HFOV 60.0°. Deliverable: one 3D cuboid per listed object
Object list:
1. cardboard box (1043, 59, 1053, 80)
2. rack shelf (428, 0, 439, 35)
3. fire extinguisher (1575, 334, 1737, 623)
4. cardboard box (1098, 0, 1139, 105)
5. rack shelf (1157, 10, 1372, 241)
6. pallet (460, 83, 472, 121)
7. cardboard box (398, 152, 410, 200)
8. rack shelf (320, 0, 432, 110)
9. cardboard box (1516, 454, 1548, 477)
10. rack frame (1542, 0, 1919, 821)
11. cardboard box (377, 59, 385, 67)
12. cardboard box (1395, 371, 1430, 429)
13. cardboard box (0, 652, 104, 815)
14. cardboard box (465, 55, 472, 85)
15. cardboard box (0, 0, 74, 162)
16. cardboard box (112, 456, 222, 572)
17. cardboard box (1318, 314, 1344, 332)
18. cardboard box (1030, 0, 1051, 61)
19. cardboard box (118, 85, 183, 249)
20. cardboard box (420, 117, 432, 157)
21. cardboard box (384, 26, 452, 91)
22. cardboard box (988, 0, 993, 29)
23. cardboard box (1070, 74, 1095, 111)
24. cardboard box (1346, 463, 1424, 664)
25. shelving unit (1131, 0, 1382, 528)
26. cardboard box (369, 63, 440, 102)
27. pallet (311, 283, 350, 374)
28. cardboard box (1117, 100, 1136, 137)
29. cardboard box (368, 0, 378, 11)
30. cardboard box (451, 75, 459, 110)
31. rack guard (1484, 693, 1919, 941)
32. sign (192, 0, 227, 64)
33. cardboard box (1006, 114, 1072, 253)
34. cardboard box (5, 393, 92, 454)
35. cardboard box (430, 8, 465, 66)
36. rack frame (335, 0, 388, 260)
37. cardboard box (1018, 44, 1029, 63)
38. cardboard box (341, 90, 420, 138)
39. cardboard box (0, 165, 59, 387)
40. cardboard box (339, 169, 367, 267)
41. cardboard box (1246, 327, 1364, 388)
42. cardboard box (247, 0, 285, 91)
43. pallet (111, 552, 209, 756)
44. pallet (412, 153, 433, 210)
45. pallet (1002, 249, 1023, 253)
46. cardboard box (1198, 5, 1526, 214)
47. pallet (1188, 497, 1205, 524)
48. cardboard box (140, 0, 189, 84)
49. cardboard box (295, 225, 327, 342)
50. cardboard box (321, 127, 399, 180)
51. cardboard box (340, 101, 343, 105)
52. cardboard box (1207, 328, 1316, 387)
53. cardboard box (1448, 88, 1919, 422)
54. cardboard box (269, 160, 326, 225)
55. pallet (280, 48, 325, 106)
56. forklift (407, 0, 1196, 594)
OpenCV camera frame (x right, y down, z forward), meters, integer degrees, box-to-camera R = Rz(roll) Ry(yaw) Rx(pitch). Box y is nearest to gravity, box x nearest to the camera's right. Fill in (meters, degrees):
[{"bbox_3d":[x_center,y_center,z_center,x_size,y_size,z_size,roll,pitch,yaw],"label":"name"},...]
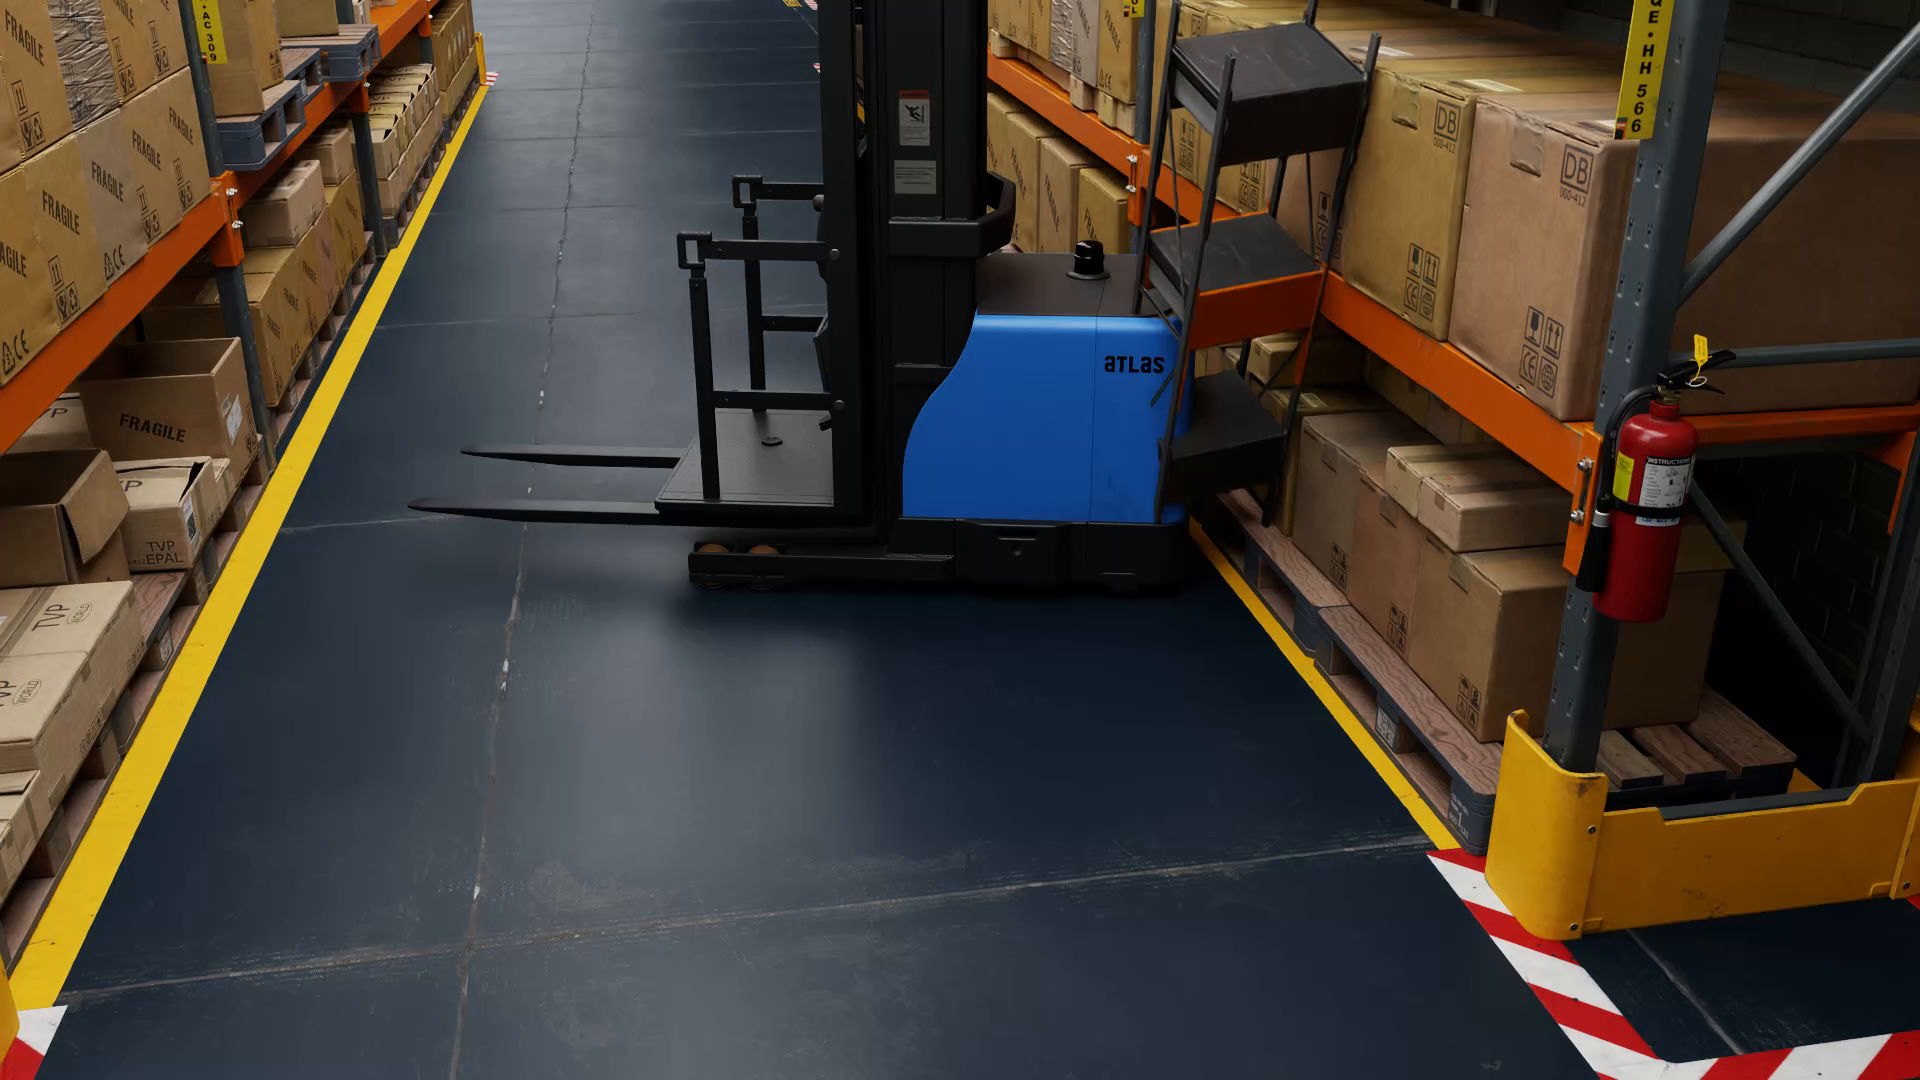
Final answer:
[{"bbox_3d":[0.691,-2.733,9.549,0.380,0.149,0.250,-4,24,-9],"label":"cardboard box"},{"bbox_3d":[-5.413,-5.250,15.923,1.077,0.370,4.000,-4,24,-10],"label":"rack shelf"},{"bbox_3d":[1.618,-0.142,3.889,0.296,0.674,0.183,-4,24,-10],"label":"fire extinguisher"},{"bbox_3d":[0.970,-2.369,7.905,0.500,0.500,0.500,-5,24,-11],"label":"cardboard box"},{"bbox_3d":[0.942,-1.319,5.283,0.480,0.518,0.431,-13,46,-16],"label":"rack shelf"},{"bbox_3d":[-5.378,-4.312,16.360,1.003,0.211,1.213,-4,24,-10],"label":"pallet"},{"bbox_3d":[-4.206,-2.578,11.815,0.500,0.250,0.500,-5,24,-11],"label":"cardboard box"},{"bbox_3d":[-4.674,-3.677,12.320,1.077,0.370,4.000,-4,24,-10],"label":"rack shelf"},{"bbox_3d":[1.941,-0.218,5.290,0.380,0.149,0.250,-4,24,-10],"label":"cardboard box"},{"bbox_3d":[2.043,-0.441,4.013,1.000,3.000,0.127,-4,24,-10],"label":"rack frame"},{"bbox_3d":[-5.425,-4.433,15.127,0.500,0.500,0.500,-4,24,-10],"label":"cardboard box"},{"bbox_3d":[1.799,-0.518,5.976,0.380,0.149,0.250,-4,24,-9],"label":"cardboard box"},{"bbox_3d":[-2.739,0.554,4.621,0.500,0.250,0.500,-4,24,-10],"label":"cardboard box"},{"bbox_3d":[-5.195,-4.718,16.715,0.500,0.250,0.500,-4,24,-10],"label":"cardboard box"},{"bbox_3d":[-2.934,-1.373,4.773,0.500,0.500,0.500,-5,24,-10],"label":"cardboard box"},{"bbox_3d":[-3.041,-0.118,6.082,0.500,0.311,0.500,-4,24,-10],"label":"cardboard box"},{"bbox_3d":[1.658,-0.818,6.664,0.380,0.149,0.250,-5,24,-11],"label":"cardboard box"},{"bbox_3d":[0.684,-2.963,9.266,0.500,0.500,0.500,-4,24,-8],"label":"cardboard box"},{"bbox_3d":[-3.123,-1.312,5.882,0.500,0.500,0.500,-4,24,-8],"label":"cardboard box"},{"bbox_3d":[-4.495,-3.184,13.203,0.500,0.250,0.500,-4,24,-9],"label":"cardboard box"},{"bbox_3d":[-4.821,-4.275,14.764,0.500,0.500,0.500,-4,24,-10],"label":"cardboard box"},{"bbox_3d":[0.402,-3.569,10.654,0.500,0.500,0.500,-4,24,-8],"label":"cardboard box"},{"bbox_3d":[0.783,-2.323,8.611,0.380,0.149,0.250,-4,24,-10],"label":"cardboard box"},{"bbox_3d":[1.723,0.047,5.493,0.700,0.500,0.500,-4,24,-10],"label":"cardboard box"},{"bbox_3d":[0.915,-0.821,5.754,0.503,2.100,0.431,-13,46,-16],"label":"shelving unit"},{"bbox_3d":[-4.687,-3.845,14.015,0.500,0.311,0.500,-4,24,-10],"label":"cardboard box"},{"bbox_3d":[-3.981,-1.167,9.158,1.003,0.211,1.213,-4,24,-10],"label":"pallet"},{"bbox_3d":[0.963,-2.021,7.918,0.380,0.149,0.250,-4,24,-9],"label":"cardboard box"},{"bbox_3d":[-4.820,-4.329,12.789,0.500,0.500,0.500,-3,24,-6],"label":"cardboard box"},{"bbox_3d":[-4.919,-4.128,15.364,0.500,0.250,0.500,-4,24,-10],"label":"cardboard box"},{"bbox_3d":[2.048,0.713,4.492,1.175,0.500,0.348,-4,24,-10],"label":"rack guard"},{"bbox_3d":[-3.032,-2.087,6.698,0.100,0.325,0.005,-4,24,-10],"label":"sign"},{"bbox_3d":[0.727,-2.152,10.090,0.750,0.750,0.750,-4,24,-10],"label":"cardboard box"},{"bbox_3d":[-3.699,-0.435,6.808,0.500,0.311,0.500,-4,24,-10],"label":"cardboard box"},{"bbox_3d":[-5.101,-4.865,16.115,0.500,0.500,0.500,-4,24,-10],"label":"cardboard box"},{"bbox_3d":[-4.304,-3.220,10.375,1.000,3.000,0.127,-4,24,-10],"label":"rack frame"},{"bbox_3d":[0.569,-3.035,10.241,0.380,0.149,0.250,-5,24,-10],"label":"cardboard box"},{"bbox_3d":[-4.405,-3.246,12.645,0.500,0.311,0.500,-5,24,-10],"label":"cardboard box"},{"bbox_3d":[-2.838,-0.713,4.511,0.500,0.500,0.500,-4,24,-10],"label":"cardboard box"},{"bbox_3d":[-3.900,-1.926,9.985,0.500,0.500,0.500,-3,24,-8],"label":"cardboard box"},{"bbox_3d":[1.322,-0.704,6.402,0.380,0.149,0.250,-5,24,-11],"label":"cardboard box"},{"bbox_3d":[-3.621,-2.354,7.742,0.700,0.500,0.500,-1,24,-1],"label":"cardboard box"},{"bbox_3d":[-3.209,0.382,5.611,1.003,0.211,1.213,-4,24,-10],"label":"pallet"},{"bbox_3d":[-4.640,-2.748,12.778,1.003,0.211,1.213,-4,24,-10],"label":"pallet"},{"bbox_3d":[0.858,-1.516,9.957,1.003,0.211,1.213,-4,24,-10],"label":"pallet"},{"bbox_3d":[1.517,-1.650,6.406,0.980,0.700,0.700,-5,24,-11],"label":"cardboard box"},{"bbox_3d":[1.367,-0.432,7.476,1.003,0.211,1.213,-4,24,-10],"label":"pallet"},{"bbox_3d":[-3.216,-1.971,6.141,0.500,0.500,0.500,-4,24,-9],"label":"cardboard box"},{"bbox_3d":[-3.609,-1.317,8.592,0.500,0.500,0.500,-4,24,-9],"label":"cardboard box"},{"bbox_3d":[-4.112,-2.637,11.251,0.500,0.311,0.500,-4,24,-8],"label":"cardboard box"},{"bbox_3d":[-4.926,-3.197,12.533,0.500,0.311,0.500,-4,24,-8],"label":"cardboard box"},{"bbox_3d":[1.431,-0.562,6.888,0.700,0.500,0.500,-5,24,-10],"label":"cardboard box"},{"bbox_3d":[1.939,-0.779,4.411,0.980,0.700,0.700,-3,24,-7],"label":"cardboard box"},{"bbox_3d":[-3.692,-1.845,8.864,0.500,0.250,0.500,-5,24,-11],"label":"cardboard box"},{"bbox_3d":[-3.940,-2.368,8.663,1.003,0.211,1.213,-4,24,-10],"label":"pallet"},{"bbox_3d":[-0.628,-1.361,6.204,3.031,2.935,1.130,2,24,4],"label":"forklift"}]
